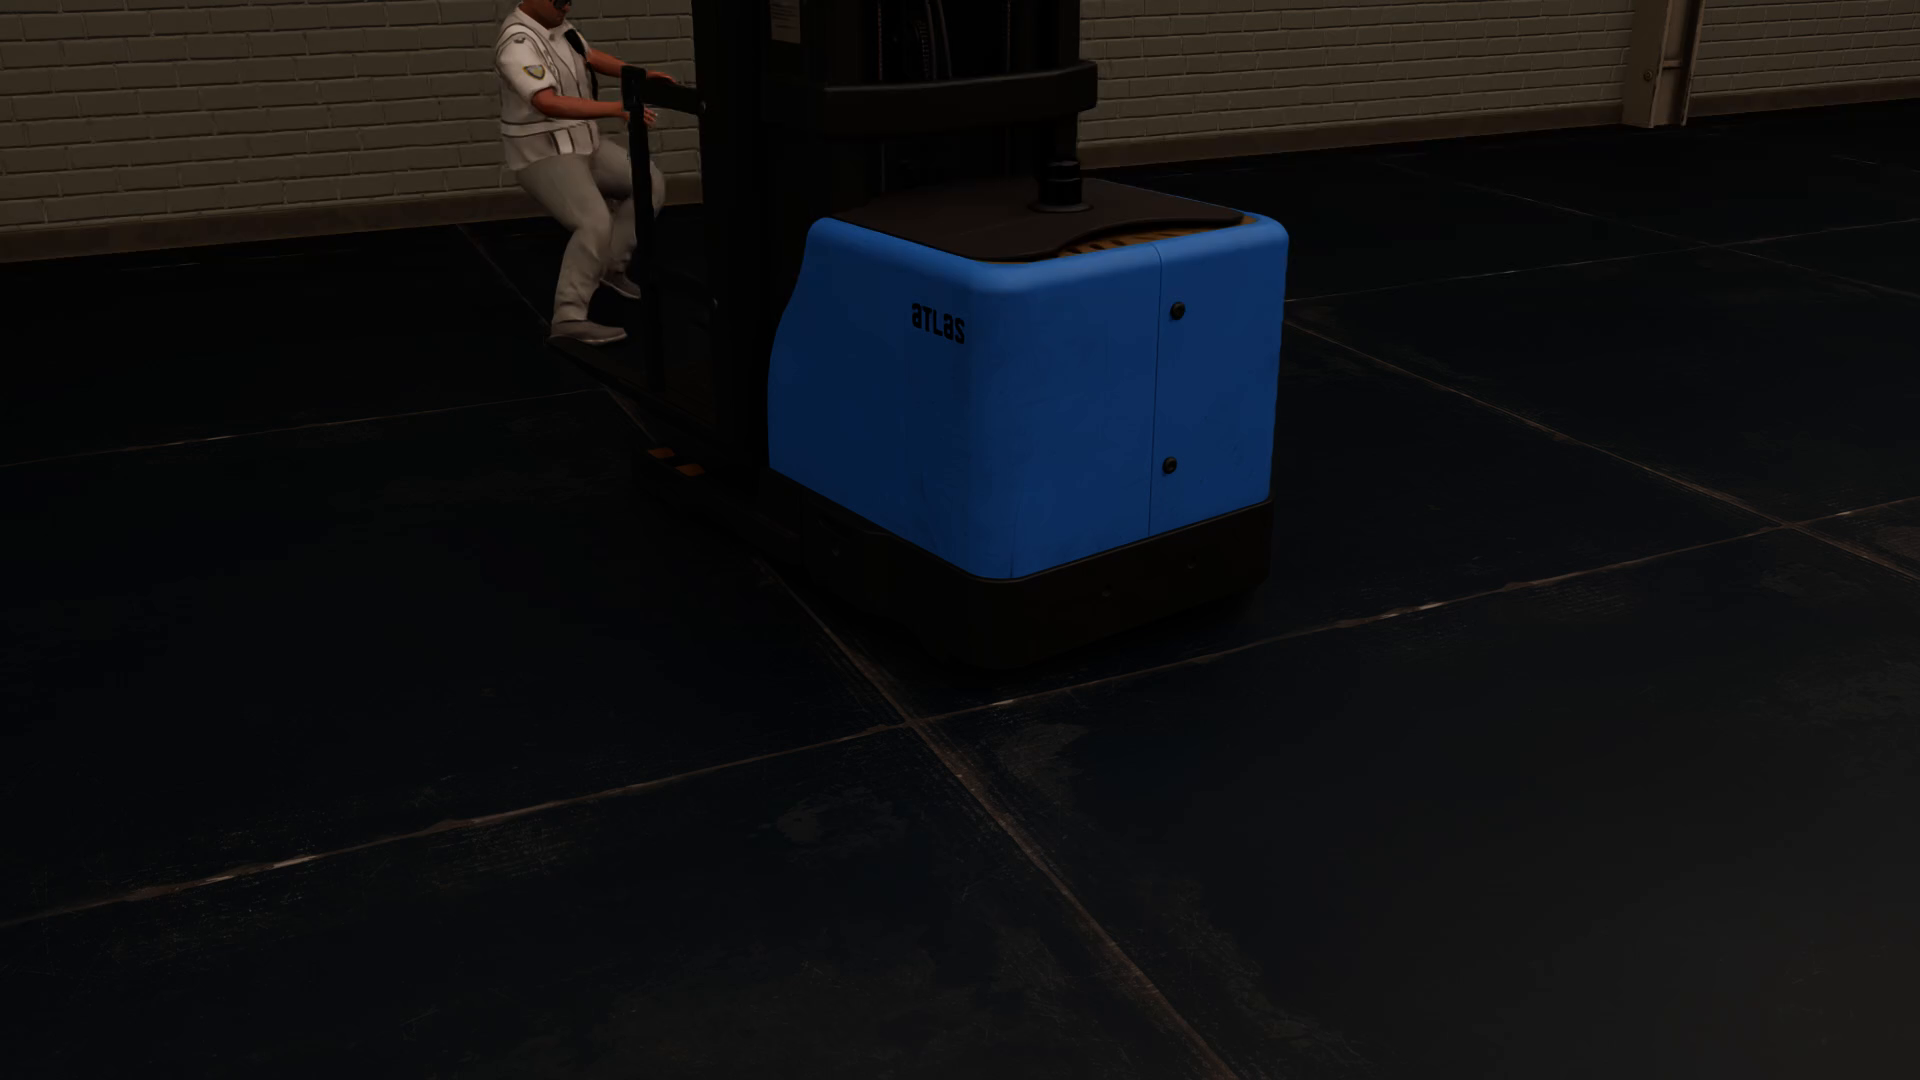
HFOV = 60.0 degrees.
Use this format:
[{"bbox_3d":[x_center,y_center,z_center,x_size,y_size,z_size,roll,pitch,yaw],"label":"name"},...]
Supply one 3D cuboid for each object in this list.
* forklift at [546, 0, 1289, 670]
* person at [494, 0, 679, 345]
[{"bbox_3d":[-0.415,-1.532,4.974,1.130,2.935,3.031,-16,27,-34],"label":"forklift"},{"bbox_3d":[-1.582,-1.720,7.222,0.790,1.549,0.945,5,23,11],"label":"person"}]
